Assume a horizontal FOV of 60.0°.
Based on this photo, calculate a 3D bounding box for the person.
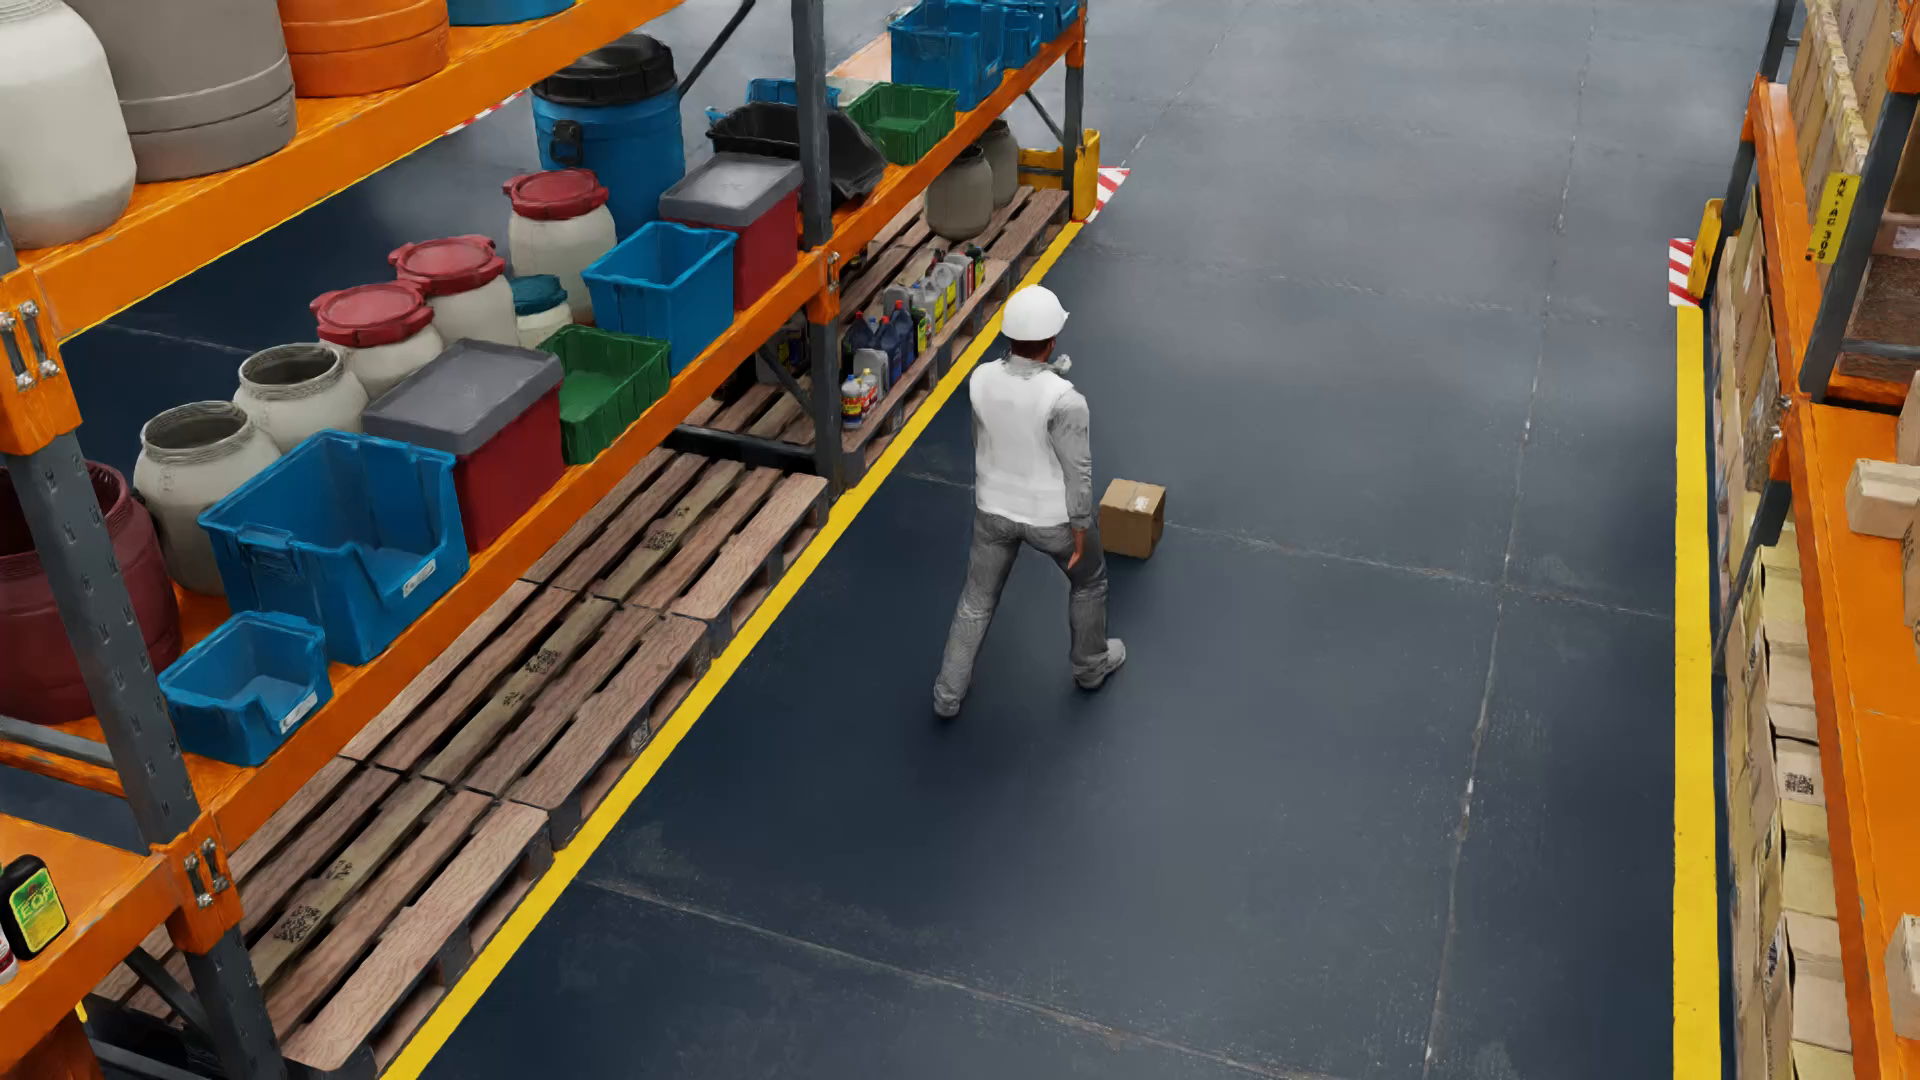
[{"bbox_3d":[0.267,-0.130,6.346,0.594,1.735,0.802,18,37,25],"label":"person"}]
